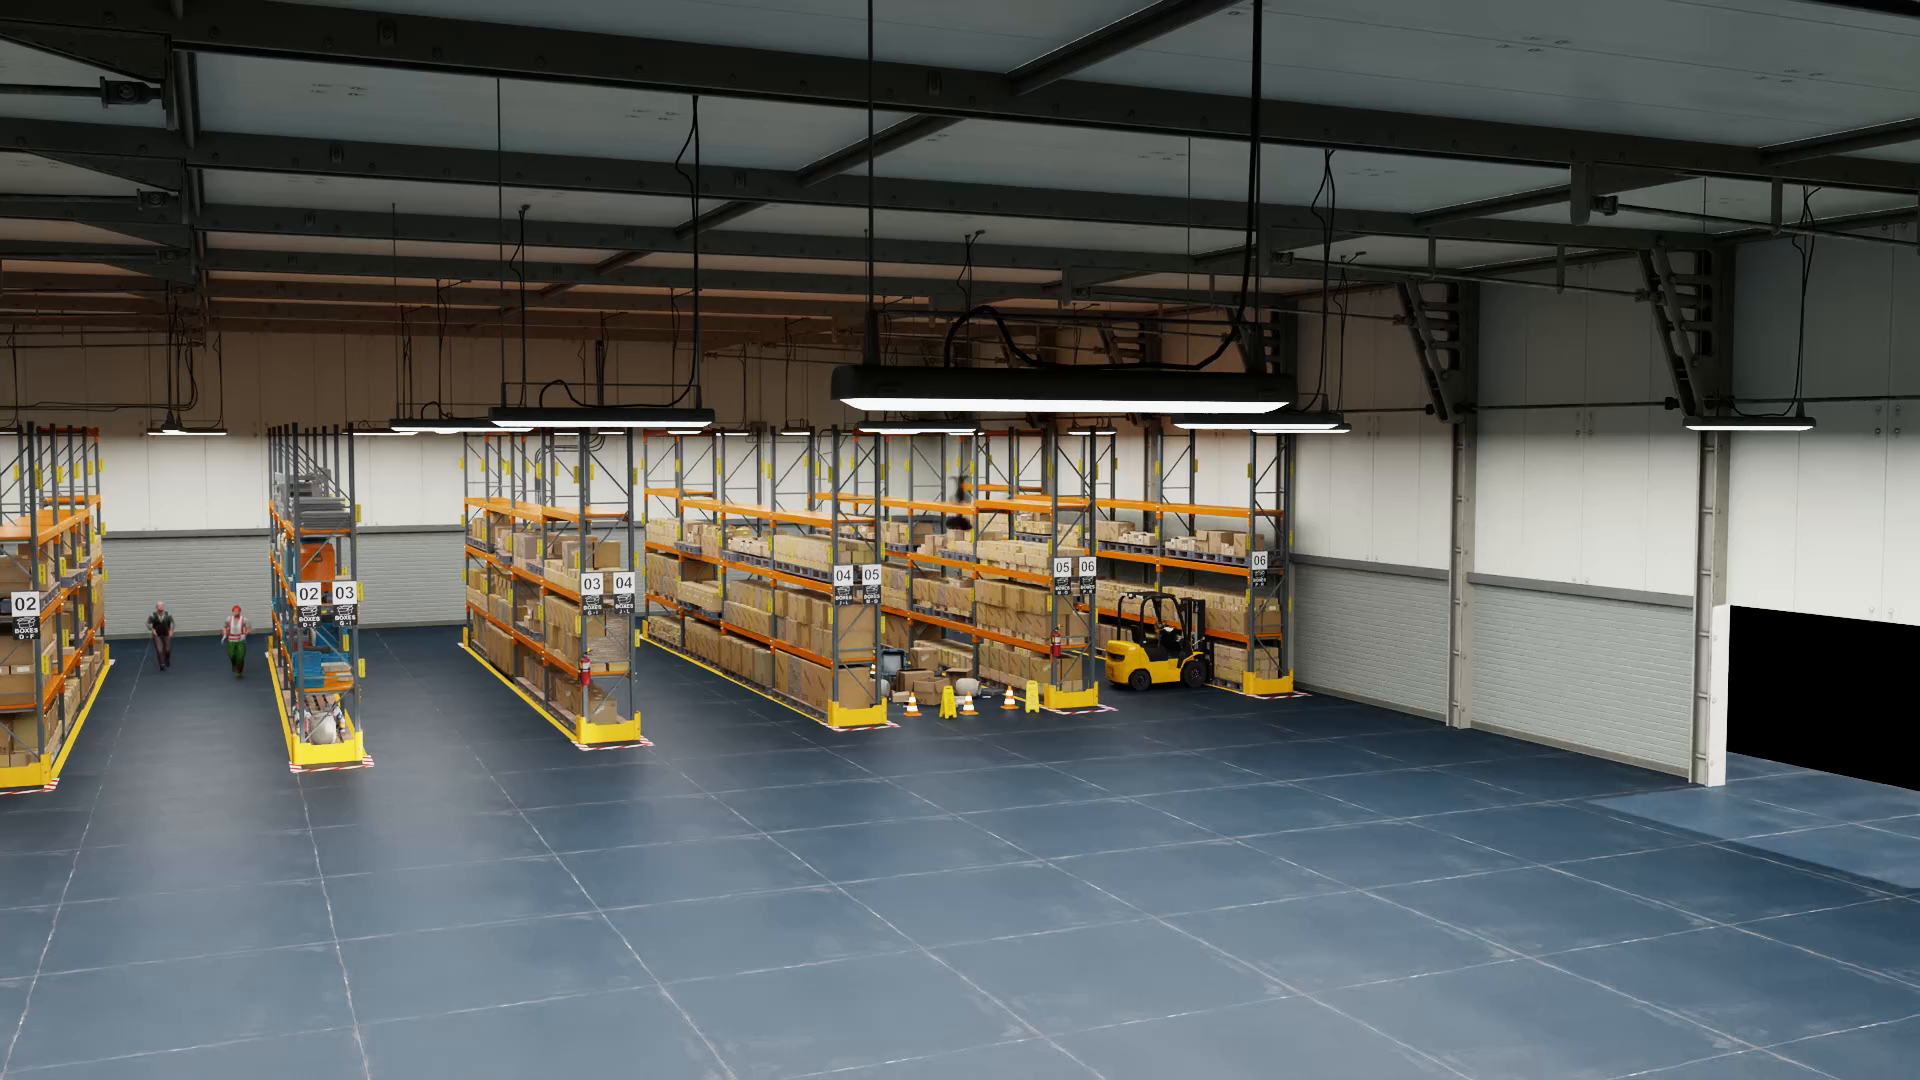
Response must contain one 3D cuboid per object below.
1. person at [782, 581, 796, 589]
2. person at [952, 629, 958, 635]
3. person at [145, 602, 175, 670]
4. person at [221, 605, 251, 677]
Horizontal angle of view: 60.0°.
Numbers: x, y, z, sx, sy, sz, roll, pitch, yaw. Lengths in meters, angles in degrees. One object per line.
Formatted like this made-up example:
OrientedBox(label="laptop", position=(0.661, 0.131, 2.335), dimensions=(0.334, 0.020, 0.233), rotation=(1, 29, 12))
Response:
OrientedBox(label="person", position=(-5.275, 1.749, 50.867), dimensions=(0.595, 1.734, 0.660), rotation=(-2, 4, -35))
OrientedBox(label="person", position=(-0.428, 1.951, 47.485), dimensions=(0.680, 1.771, 1.127), rotation=(-3, 5, -39))
OrientedBox(label="person", position=(-19.733, 2.373, 41.057), dimensions=(0.666, 1.684, 0.581), rotation=(-2, 4, -30))
OrientedBox(label="person", position=(-17.317, 2.423, 39.781), dimensions=(0.669, 1.730, 0.632), rotation=(-1, 4, -16))
